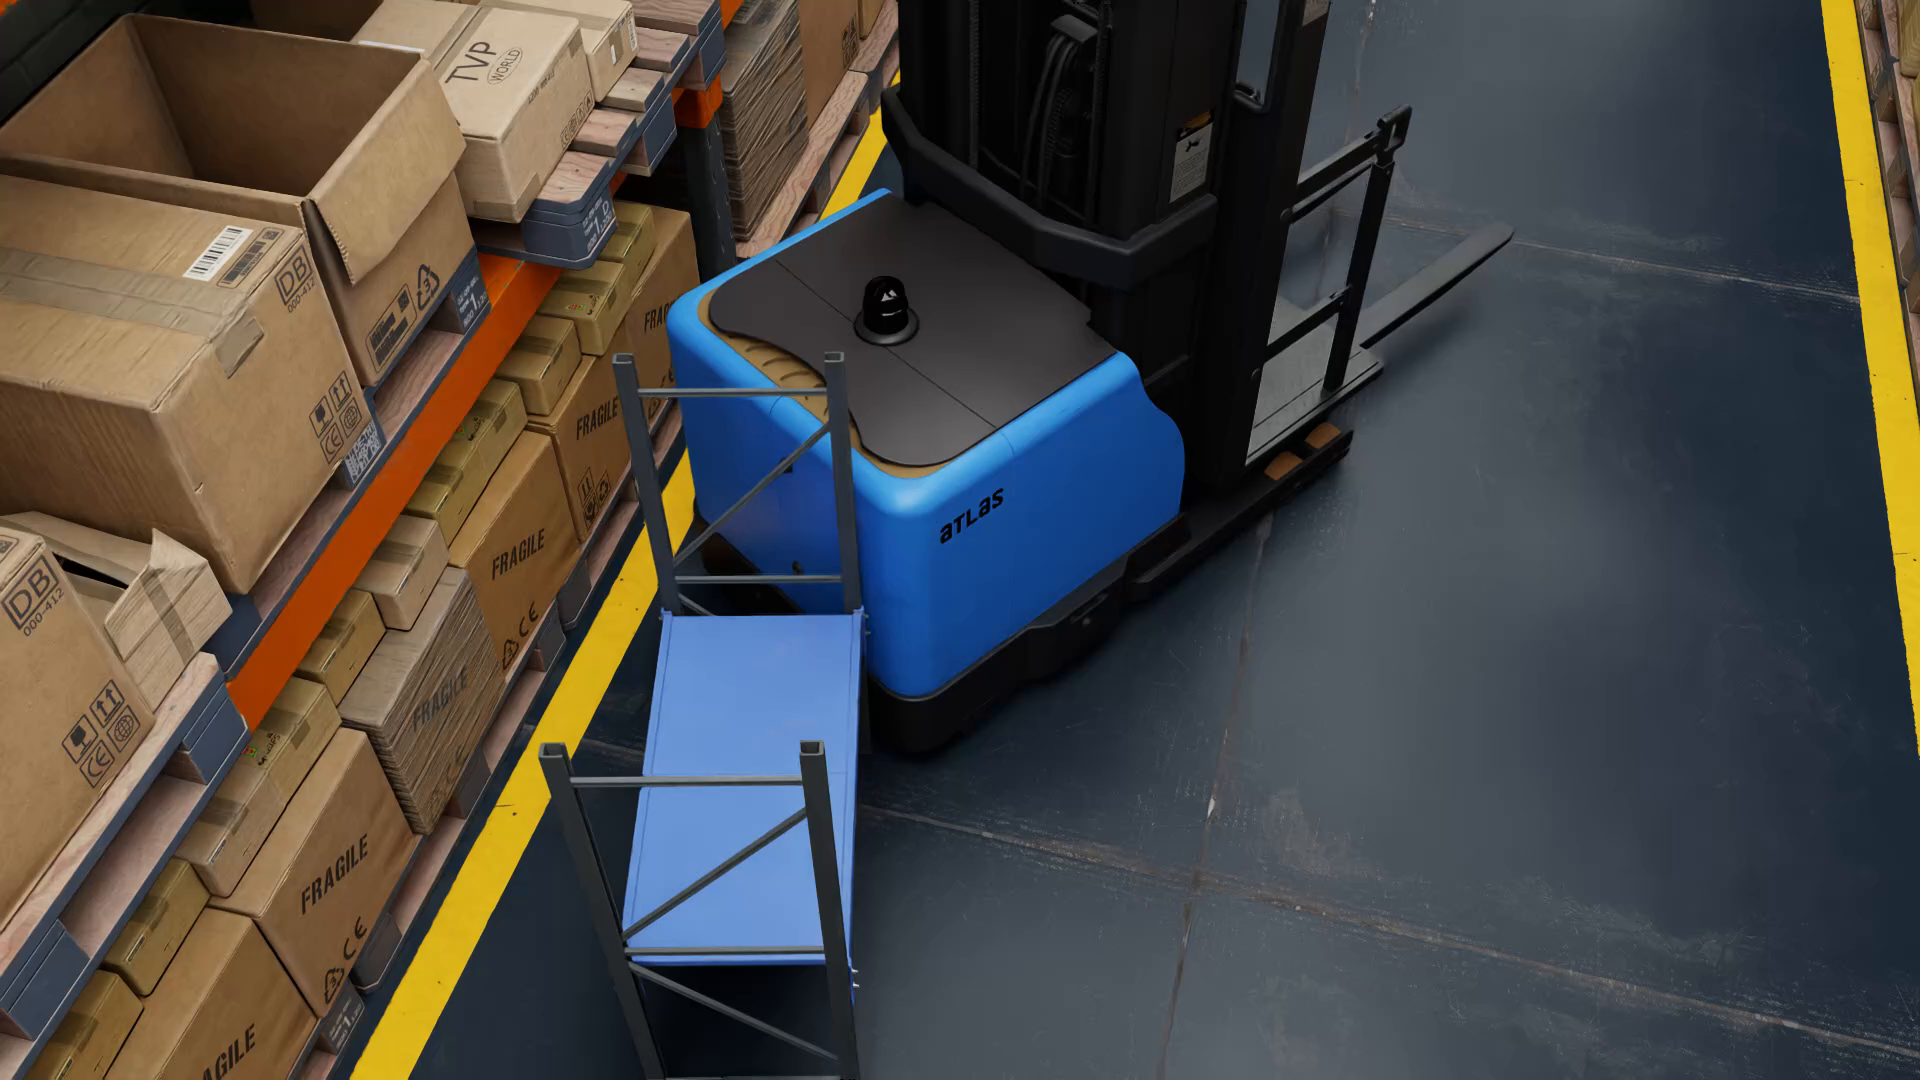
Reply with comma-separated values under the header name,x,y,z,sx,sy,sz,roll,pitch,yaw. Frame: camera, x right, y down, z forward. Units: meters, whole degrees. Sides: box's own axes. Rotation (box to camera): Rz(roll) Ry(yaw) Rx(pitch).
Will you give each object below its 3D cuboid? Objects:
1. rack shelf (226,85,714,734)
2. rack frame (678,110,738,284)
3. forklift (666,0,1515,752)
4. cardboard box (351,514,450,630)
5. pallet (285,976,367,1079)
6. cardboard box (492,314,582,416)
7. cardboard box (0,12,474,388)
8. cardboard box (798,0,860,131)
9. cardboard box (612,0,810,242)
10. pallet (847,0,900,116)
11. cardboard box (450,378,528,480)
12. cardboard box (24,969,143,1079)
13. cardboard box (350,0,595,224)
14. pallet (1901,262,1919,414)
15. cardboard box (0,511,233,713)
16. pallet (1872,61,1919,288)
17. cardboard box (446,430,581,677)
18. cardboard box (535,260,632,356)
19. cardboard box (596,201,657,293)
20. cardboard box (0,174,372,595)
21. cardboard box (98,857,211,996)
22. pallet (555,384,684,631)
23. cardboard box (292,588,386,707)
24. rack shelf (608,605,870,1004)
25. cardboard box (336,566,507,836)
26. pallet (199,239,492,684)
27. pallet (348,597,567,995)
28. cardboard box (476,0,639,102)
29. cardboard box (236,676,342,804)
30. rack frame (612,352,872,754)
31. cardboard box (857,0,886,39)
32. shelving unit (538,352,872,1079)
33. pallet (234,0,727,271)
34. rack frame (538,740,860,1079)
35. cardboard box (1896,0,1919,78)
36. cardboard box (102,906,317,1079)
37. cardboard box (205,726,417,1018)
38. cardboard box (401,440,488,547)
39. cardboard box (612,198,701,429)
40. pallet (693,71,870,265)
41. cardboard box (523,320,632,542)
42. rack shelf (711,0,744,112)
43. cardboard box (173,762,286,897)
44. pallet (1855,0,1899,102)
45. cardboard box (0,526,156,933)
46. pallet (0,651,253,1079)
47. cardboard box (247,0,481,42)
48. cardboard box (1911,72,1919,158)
name,x,y,z,sx,sy,sz,roll,pitch,yaw
rack shelf,-1.779,-0.092,3.811,1.077,0.370,4.000,12,50,10
rack frame,-1.253,-1.777,4.818,1.000,3.000,0.127,12,50,10
forklift,0.637,-1.353,4.489,3.031,2.935,1.130,-34,57,-26
cardboard box,-1.514,0.057,4.153,0.380,0.149,0.250,9,49,8
pallet,-2.128,1.443,3.835,1.003,0.211,1.213,12,50,10
cardboard box,-1.292,-0.511,4.655,0.380,0.149,0.250,10,49,9
cardboard box,-1.504,-0.733,3.547,0.797,0.503,0.637,11,49,9
cardboard box,-0.911,-2.053,6.365,0.875,0.625,0.625,13,50,11
cardboard box,-1.075,-1.579,5.946,0.875,0.625,0.625,13,50,11
pallet,-0.675,-2.322,7.158,1.003,0.211,1.213,12,50,10
cardboard box,-1.405,-0.329,4.494,0.380,0.149,0.250,13,50,11
cardboard box,-1.900,0.979,3.339,0.380,0.149,0.250,9,49,8
cardboard box,-1.218,-1.039,3.987,0.500,0.250,0.500,9,49,8
pallet,3.744,-0.442,5.500,1.003,0.211,1.213,12,50,10
cardboard box,-1.570,0.093,2.977,0.396,0.266,0.258,14,50,12
pallet,4.067,-1.322,6.276,1.003,0.211,1.213,12,50,10
cardboard box,-1.434,-0.001,4.638,0.500,0.500,0.500,14,50,12
cardboard box,-1.180,-0.693,4.815,0.380,0.149,0.250,9,49,8
cardboard box,-1.138,-0.896,4.995,0.380,0.149,0.250,9,49,8
cardboard box,-1.620,-0.304,3.171,0.700,0.500,0.500,11,50,10
cardboard box,-1.841,0.778,3.517,0.380,0.149,0.250,11,49,9
pallet,-1.486,-0.322,5.393,1.003,0.211,1.213,12,50,10
cardboard box,-1.628,0.225,4.005,0.380,0.149,0.250,12,50,10
rack shelf,-0.496,0.601,3.959,0.538,0.185,1.000,0,49,0
cardboard box,-1.552,0.378,4.303,0.500,0.500,0.500,10,49,9
pallet,-1.760,-0.306,3.647,1.003,0.211,1.213,12,50,10
pallet,-1.809,0.558,4.617,1.003,0.211,1.213,12,50,10
cardboard box,-1.055,-1.282,4.268,0.380,0.149,0.250,12,50,11
cardboard box,-1.671,0.426,3.828,0.380,0.149,0.250,13,50,11
rack frame,-0.501,0.101,4.160,0.500,1.500,0.032,0,49,0
cardboard box,-0.734,-2.540,6.795,0.875,0.625,0.625,10,49,8
shelving unit,-0.496,0.482,3.824,0.538,1.500,1.048,0,49,0
pallet,-1.363,-1.209,4.445,1.213,0.211,1.003,12,50,10
rack frame,-0.490,0.863,3.488,0.500,1.500,0.032,0,49,0
cardboard box,4.268,-2.062,6.542,0.950,0.372,0.625,14,50,12
cardboard box,-1.830,1.112,3.655,0.500,0.500,0.500,11,49,10
cardboard box,-1.695,0.752,3.973,0.500,0.500,0.500,10,49,9
cardboard box,-1.471,-0.148,4.335,0.380,0.149,0.250,11,49,9
cardboard box,-1.157,-0.740,5.290,0.500,0.500,0.500,13,50,11
pallet,-0.998,-1.442,6.382,1.003,0.211,1.213,12,50,10
cardboard box,-1.298,-0.381,4.972,0.500,0.500,0.500,11,49,9
rack shelf,-0.726,-2.986,6.364,1.077,0.370,4.000,12,50,10
cardboard box,-1.739,0.605,3.670,0.380,0.149,0.250,11,50,10
pallet,4.386,-2.207,7.057,1.003,0.211,1.213,12,50,10
cardboard box,-1.826,0.264,2.670,0.700,0.500,0.500,12,50,10
pallet,-1.990,0.623,2.827,1.003,0.211,1.213,12,50,10
cardboard box,-1.539,-1.608,4.321,0.500,0.500,0.500,14,50,12
cardboard box,4.087,-1.559,6.098,0.950,0.372,0.625,13,50,11
